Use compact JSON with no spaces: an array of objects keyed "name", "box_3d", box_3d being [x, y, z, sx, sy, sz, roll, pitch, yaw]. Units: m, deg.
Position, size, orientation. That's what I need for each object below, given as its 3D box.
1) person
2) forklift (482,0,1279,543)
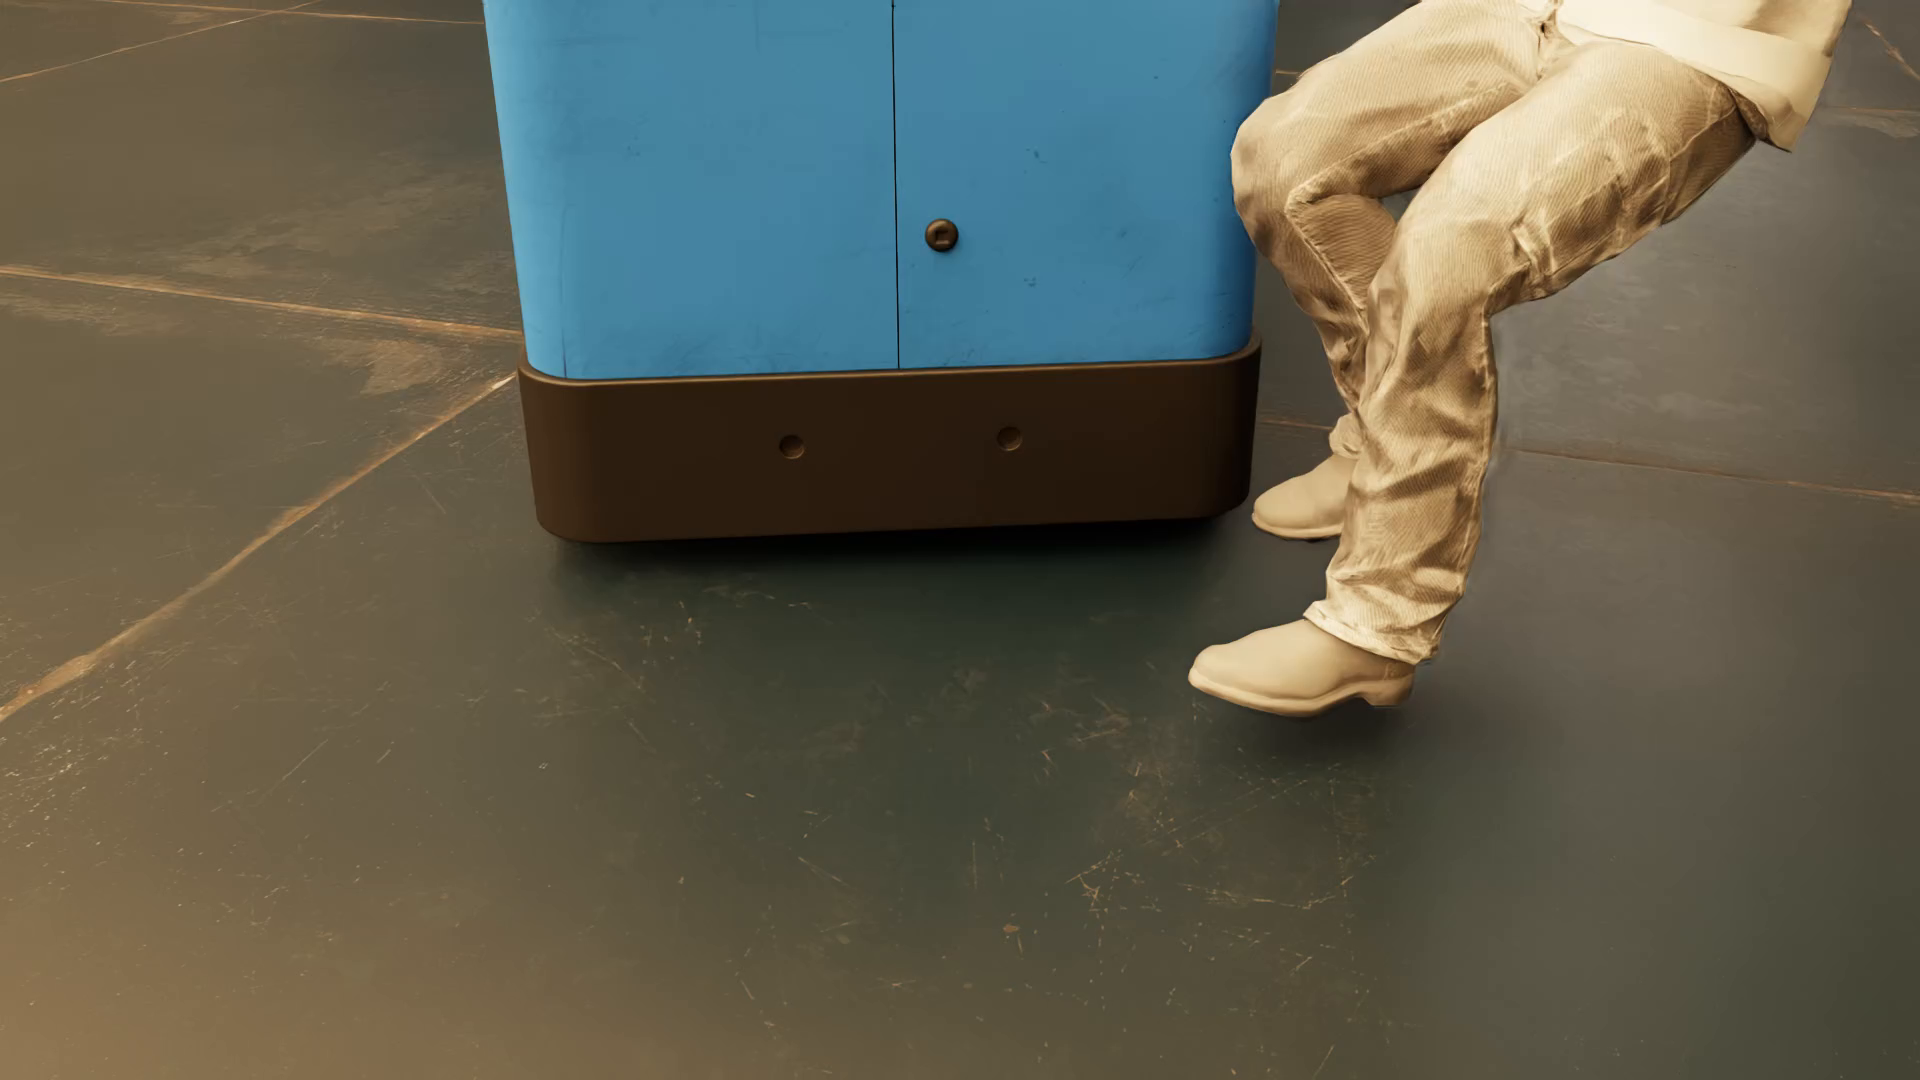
[{"name":"person","box_3d":[0.611,-0.605,1.900,0.870,1.559,1.156,-12,29,-23]},{"name":"forklift","box_3d":[-0.221,-1.940,3.076,1.130,2.935,3.031,-2,27,-5]}]
